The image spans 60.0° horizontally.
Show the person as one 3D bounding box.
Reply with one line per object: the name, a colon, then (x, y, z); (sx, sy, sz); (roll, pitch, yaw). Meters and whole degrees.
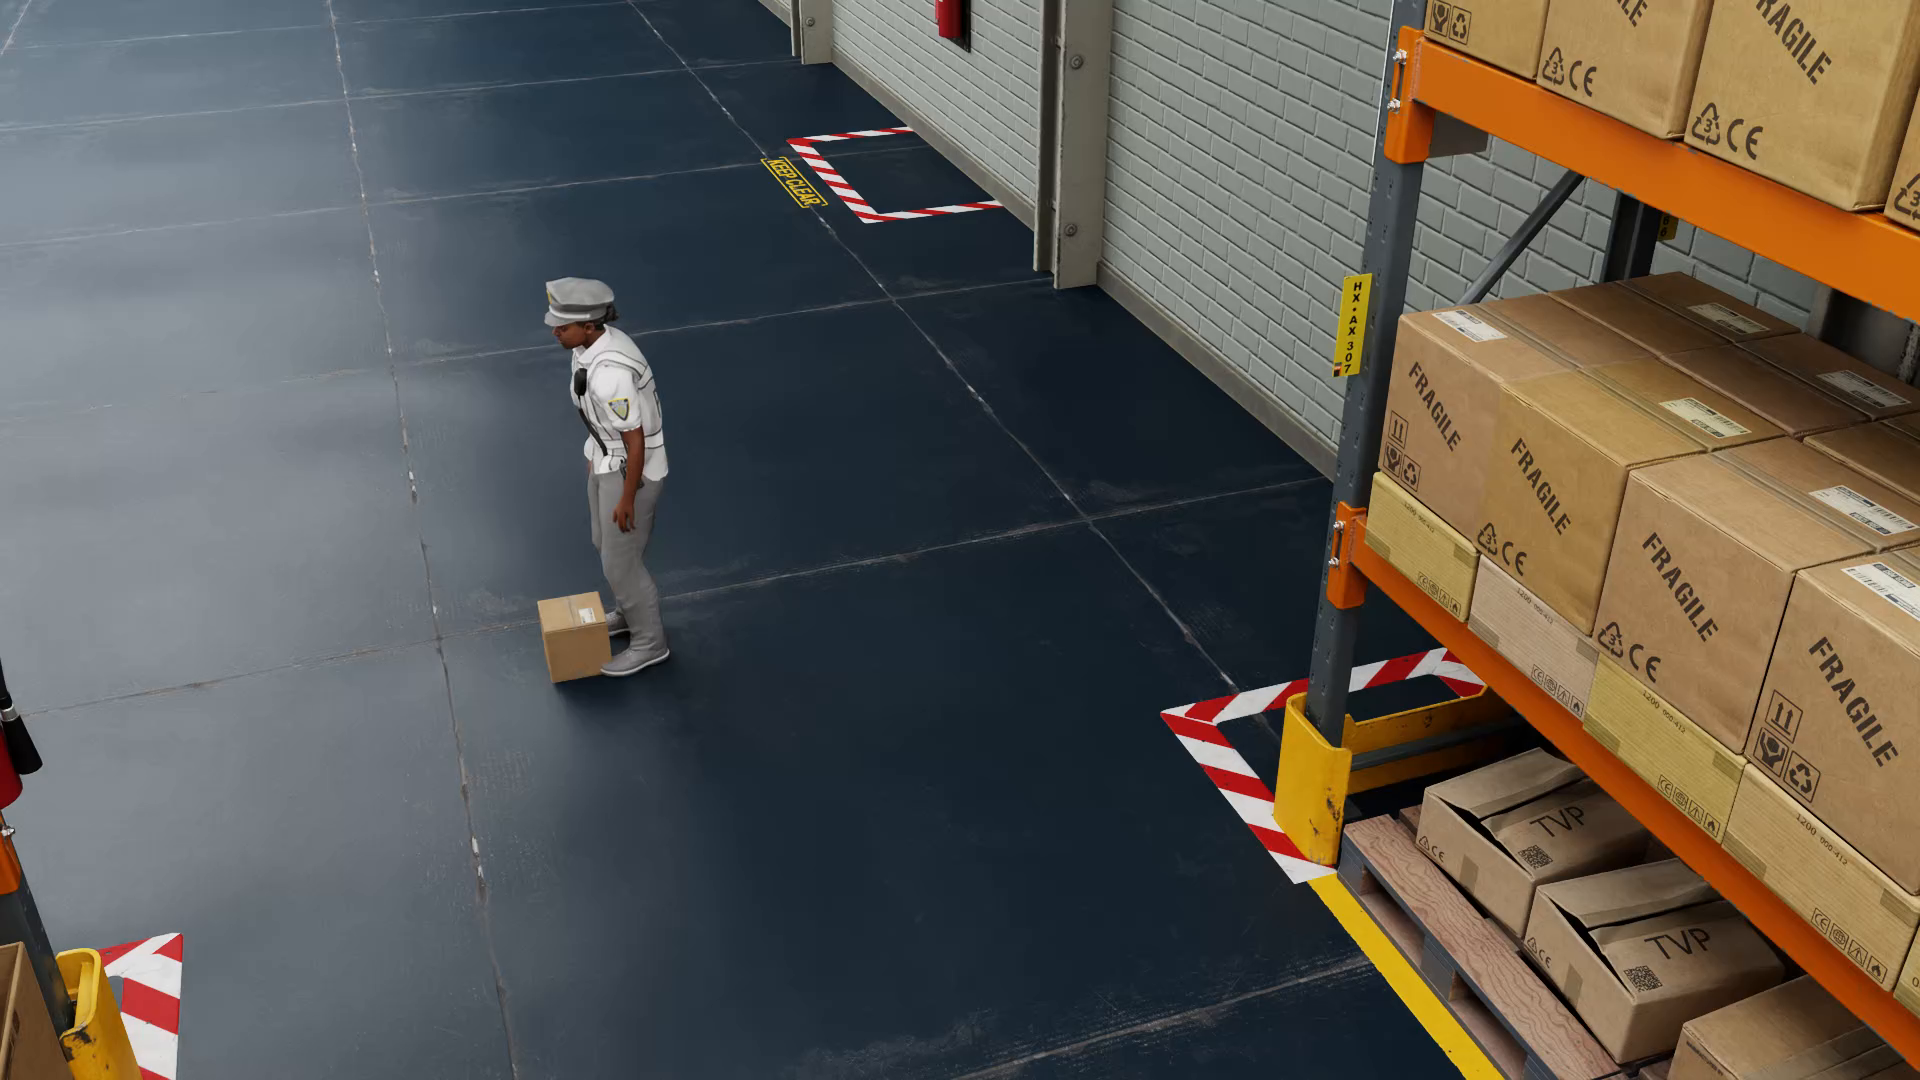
person: (-1.365, -0.257, 6.575); (0.397, 1.658, 0.527); (-12, 32, -21)
